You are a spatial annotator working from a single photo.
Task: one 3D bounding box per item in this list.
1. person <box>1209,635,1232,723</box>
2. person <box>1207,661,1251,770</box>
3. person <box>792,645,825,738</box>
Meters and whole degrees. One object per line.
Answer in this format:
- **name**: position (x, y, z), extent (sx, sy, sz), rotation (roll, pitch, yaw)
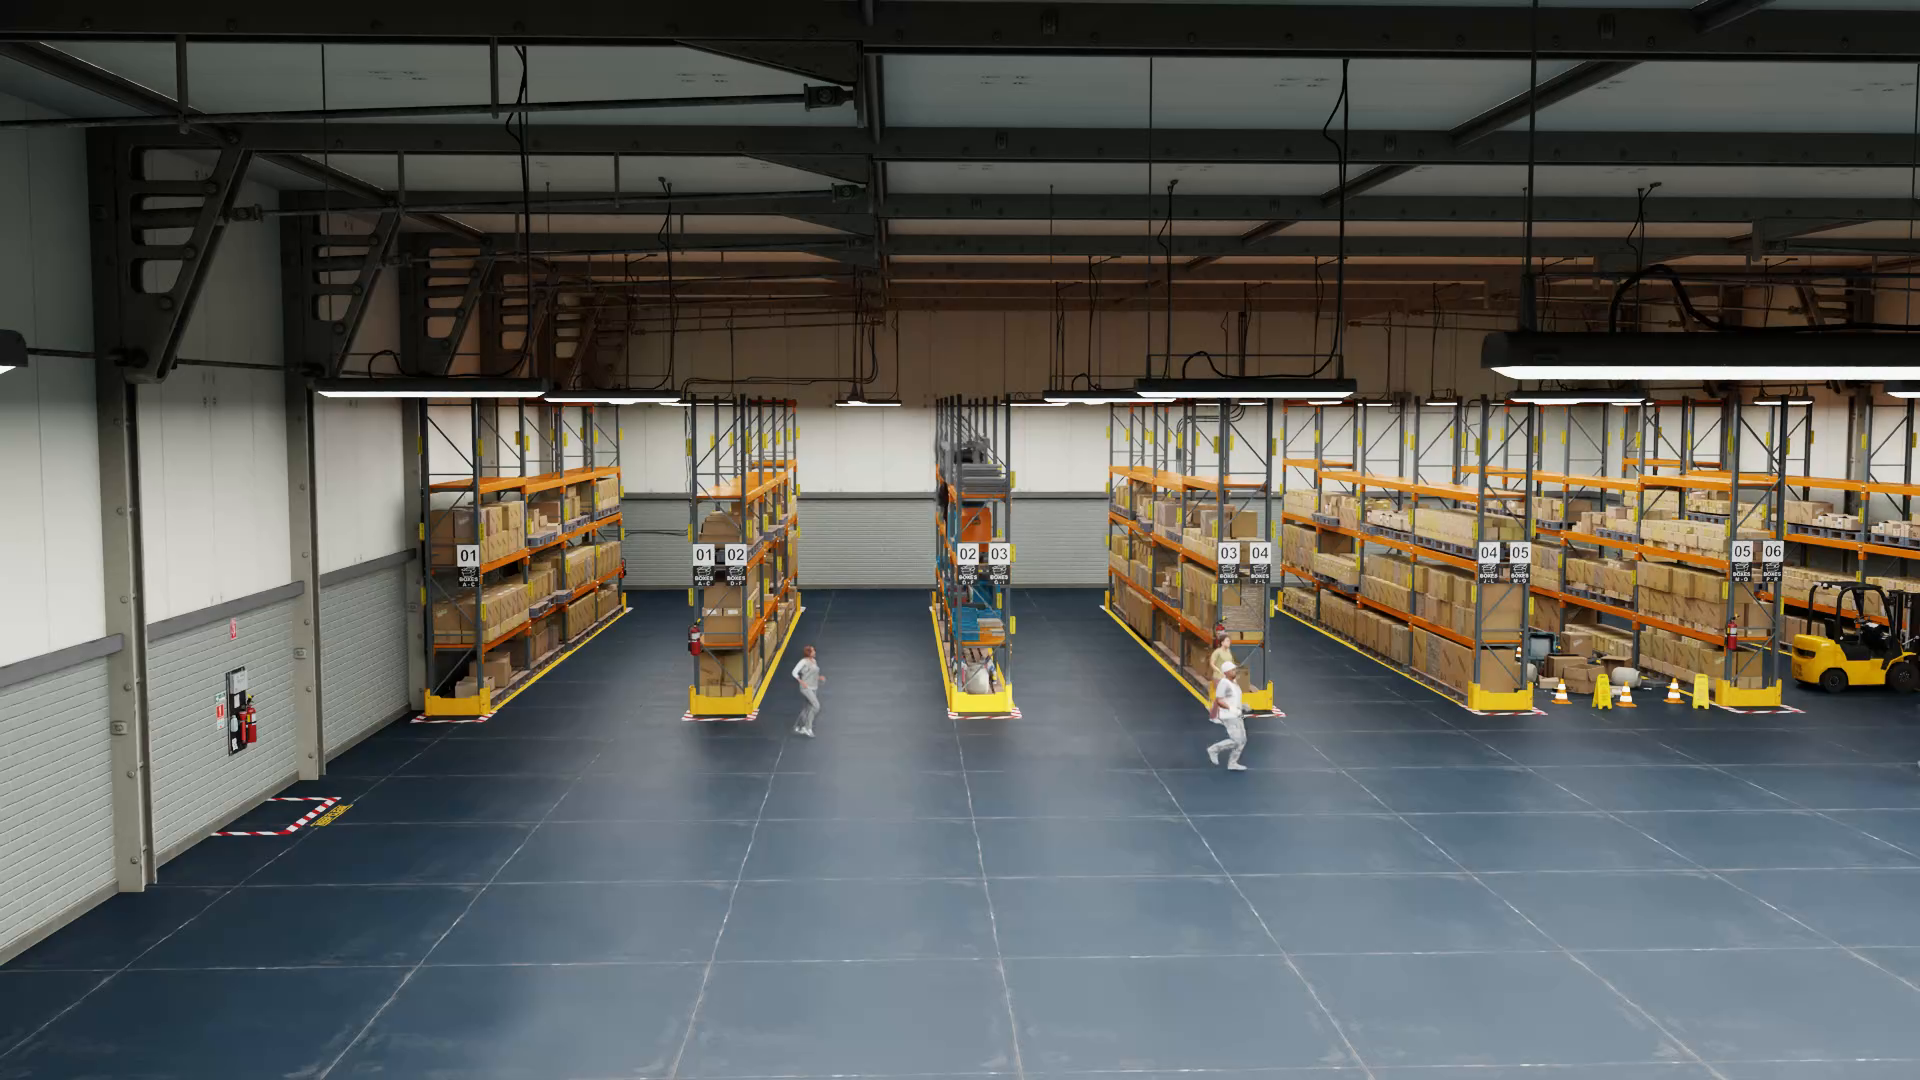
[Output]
- **person**: position (4.815, 2.528, 30.372), extent (0.620, 1.621, 0.528), rotation (-4, 6, -39)
- **person**: position (4.252, 2.783, 26.348), extent (0.625, 1.733, 0.682), rotation (2, 5, 24)
- **person**: position (-2.637, 2.654, 29.087), extent (0.604, 1.632, 0.520), rotation (2, 5, 21)
